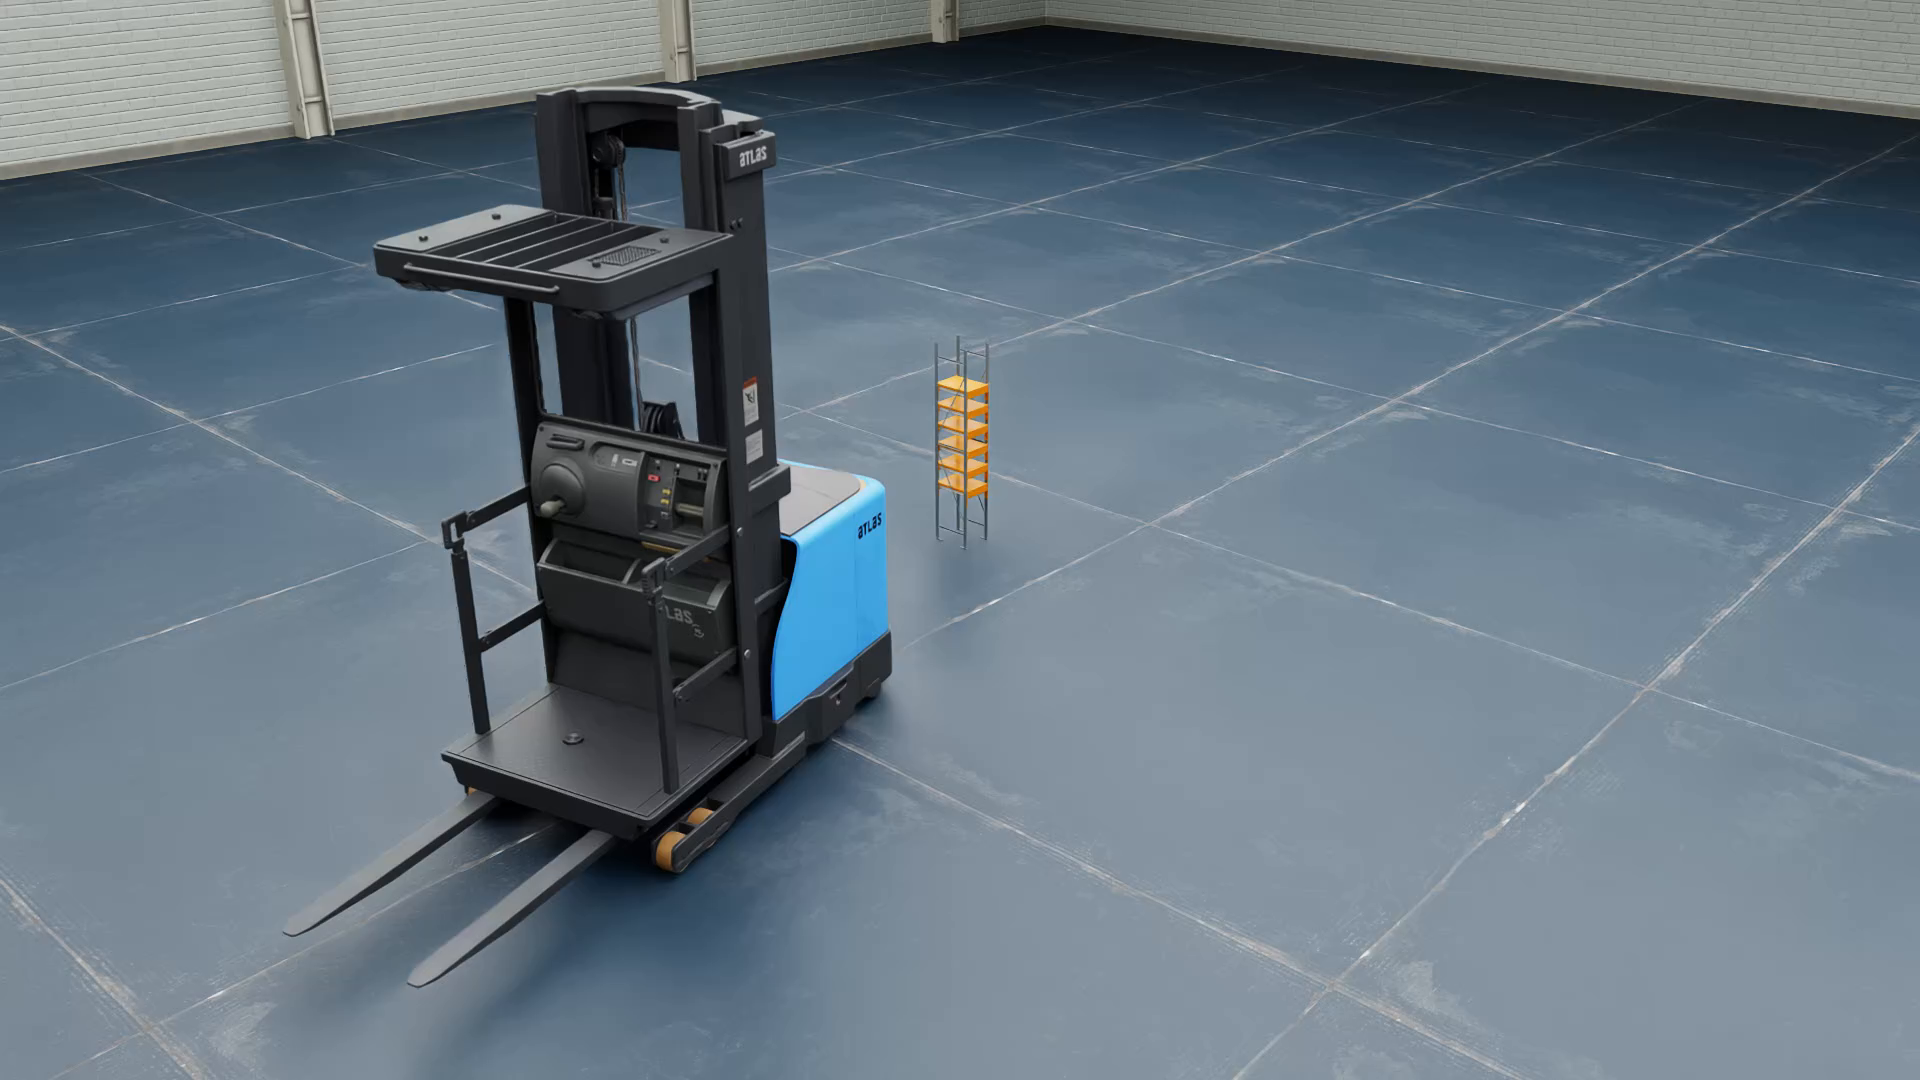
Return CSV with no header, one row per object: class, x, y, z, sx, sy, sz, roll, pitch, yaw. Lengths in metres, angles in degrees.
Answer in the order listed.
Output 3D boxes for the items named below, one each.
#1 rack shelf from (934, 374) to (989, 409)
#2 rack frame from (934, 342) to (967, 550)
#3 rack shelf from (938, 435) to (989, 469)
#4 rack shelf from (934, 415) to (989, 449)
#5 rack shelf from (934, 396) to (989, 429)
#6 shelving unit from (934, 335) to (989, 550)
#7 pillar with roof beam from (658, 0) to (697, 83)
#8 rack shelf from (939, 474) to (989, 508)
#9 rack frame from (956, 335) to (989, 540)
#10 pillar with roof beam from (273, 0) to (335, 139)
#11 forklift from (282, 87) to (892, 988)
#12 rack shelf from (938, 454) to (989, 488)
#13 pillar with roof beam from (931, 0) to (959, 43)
rack shelf,0.010,-0.840,9.385,0.258,0.103,0.180,20,31,38
rack frame,-0.051,-0.524,9.452,0.240,1.200,0.006,20,31,38
rack shelf,0.010,-0.511,9.533,0.258,0.103,0.180,20,31,38
rack shelf,0.010,-0.621,9.483,0.258,0.103,0.180,20,31,38
rack shelf,0.010,-0.730,9.434,0.258,0.103,0.180,20,31,38
shelving unit,0.010,-0.552,9.514,0.258,1.200,0.189,20,31,38
pillar with roof beam,-1.063,-9.950,20.942,9.100,9.000,0.400,20,31,38
rack shelf,0.010,-0.292,9.631,0.258,0.103,0.180,20,31,38
rack frame,0.071,-0.580,9.577,0.240,1.200,0.006,20,31,38
pillar with roof beam,-5.068,-8.122,16.865,9.100,9.000,0.400,20,31,38
forklift,-1.464,-0.198,6.608,1.130,2.935,3.031,12,27,25
rack shelf,0.010,-0.402,9.582,0.258,0.103,0.180,20,31,38
pillar with roof beam,2.941,-11.778,25.019,9.100,9.000,0.400,20,31,38
